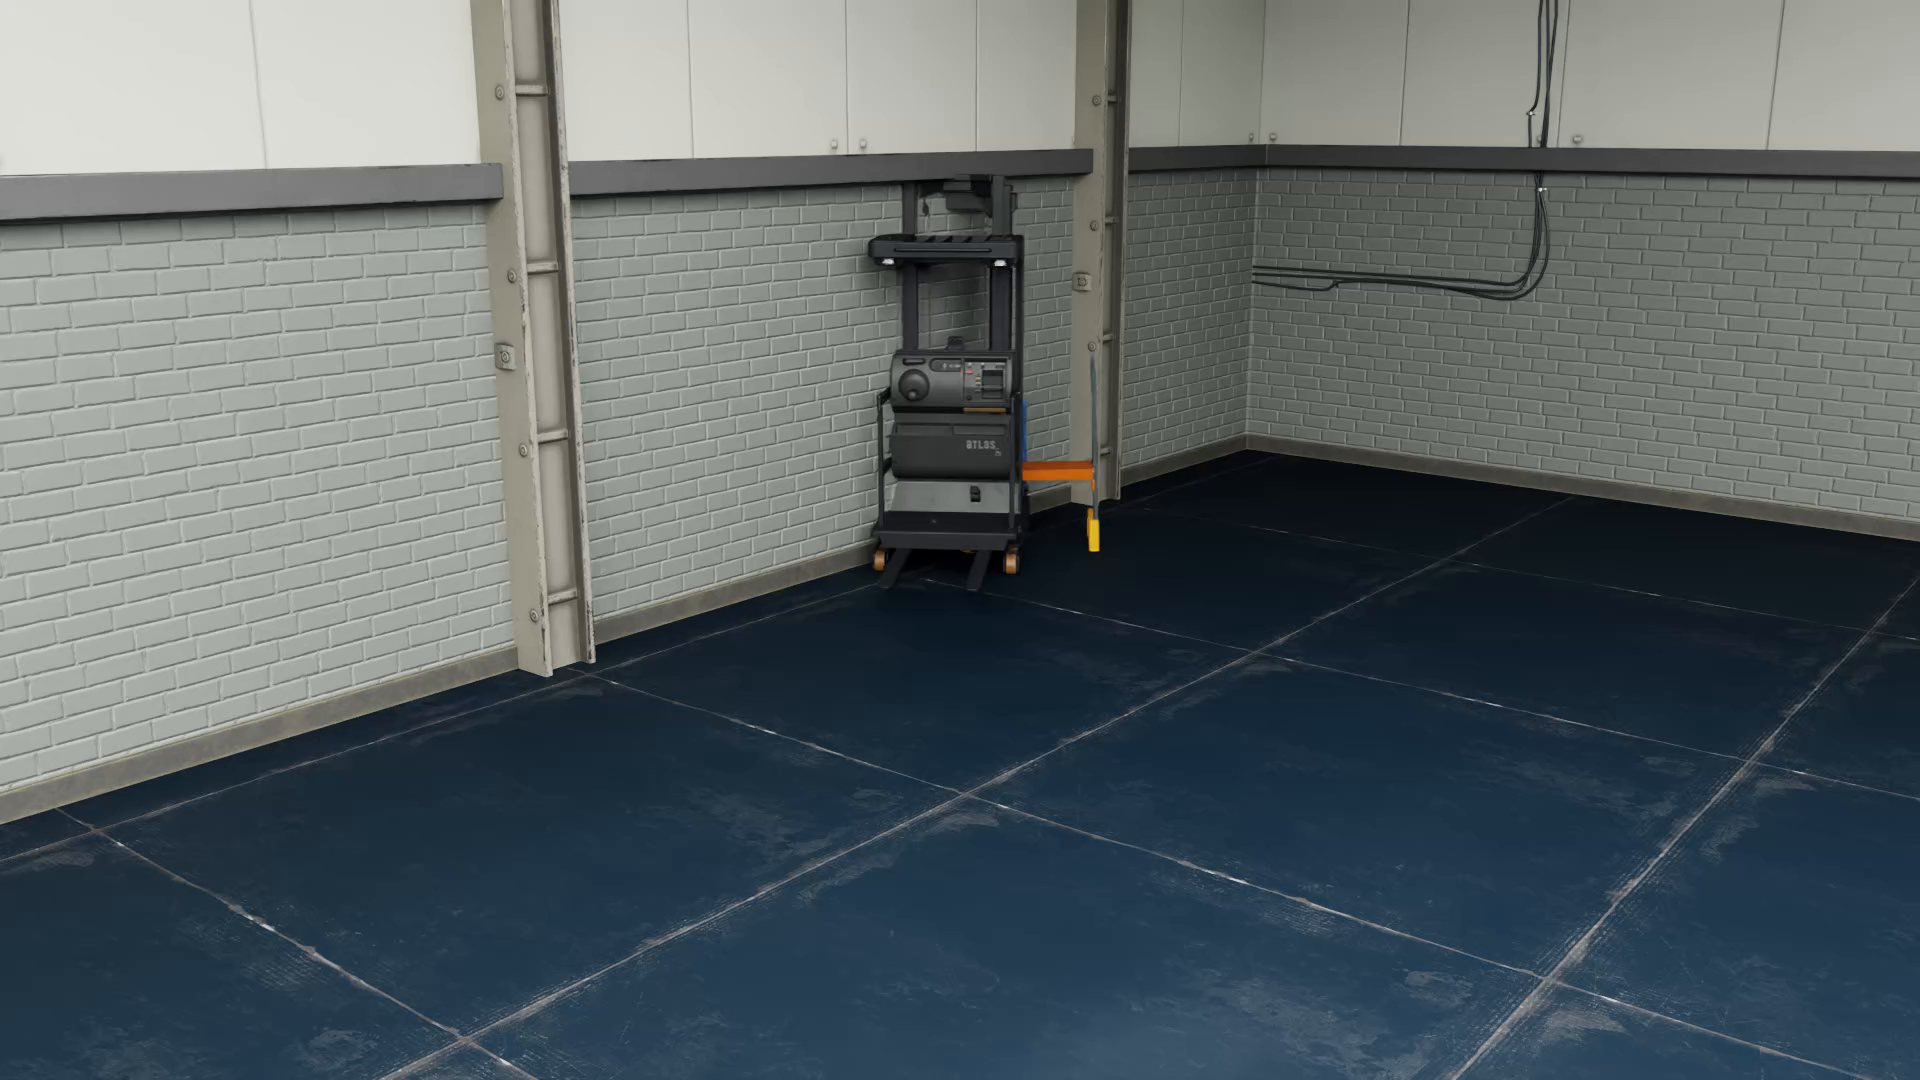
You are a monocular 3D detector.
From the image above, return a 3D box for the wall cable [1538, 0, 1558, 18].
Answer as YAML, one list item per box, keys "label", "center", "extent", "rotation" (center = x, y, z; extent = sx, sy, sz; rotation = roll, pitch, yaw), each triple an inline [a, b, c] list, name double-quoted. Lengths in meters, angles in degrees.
- label: "wall cable"
  center: [6.200, -5.607, 13.469]
  extent: [3.097, 2.526, 0.112]
  rotation: [11, 18, 38]

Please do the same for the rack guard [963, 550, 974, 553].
- label: "rack guard"
  center: [0.084, -0.068, 13.480]
  extent: [0.087, 0.250, 0.587]
  rotation: [-1, 10, 4]

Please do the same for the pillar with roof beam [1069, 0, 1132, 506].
- label: "pillar with roof beam"
  center: [4.564, -4.057, 11.318]
  extent: [9.100, 9.000, 0.400]
  rotation: [11, 18, 38]

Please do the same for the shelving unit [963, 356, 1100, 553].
- label: "shelving unit"
  center: [0.561, -0.691, 13.330]
  extent: [1.083, 1.500, 0.587]
  rotation: [-1, 10, 4]

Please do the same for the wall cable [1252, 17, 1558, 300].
- label: "wall cable"
  center: [4.096, -3.578, 15.738]
  extent: [3.097, 2.526, 0.112]
  rotation: [11, 18, 38]

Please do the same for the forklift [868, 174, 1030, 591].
- label: "forklift"
  center: [-0.079, -1.241, 12.554]
  extent: [1.130, 2.935, 3.031]
  rotation: [1, 14, 5]

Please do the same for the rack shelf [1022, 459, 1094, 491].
- label: "rack shelf"
  center: [0.576, -0.515, 13.362]
  extent: [1.000, 0.185, 0.538]
  rotation: [-1, 10, 4]

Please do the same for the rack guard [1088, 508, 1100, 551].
- label: "rack guard"
  center: [1.077, -0.086, 13.405]
  extent: [0.087, 0.250, 0.587]
  rotation: [-1, 10, 4]

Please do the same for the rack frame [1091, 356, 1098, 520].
- label: "rack frame"
  center: [1.077, -0.701, 13.291]
  extent: [0.032, 1.500, 0.500]
  rotation: [-1, 10, 4]

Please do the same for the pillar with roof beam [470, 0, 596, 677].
- label: "pillar with roof beam"
  center: [0.793, -2.908, 6.795]
  extent: [9.100, 9.000, 0.400]
  rotation: [11, 18, 38]
